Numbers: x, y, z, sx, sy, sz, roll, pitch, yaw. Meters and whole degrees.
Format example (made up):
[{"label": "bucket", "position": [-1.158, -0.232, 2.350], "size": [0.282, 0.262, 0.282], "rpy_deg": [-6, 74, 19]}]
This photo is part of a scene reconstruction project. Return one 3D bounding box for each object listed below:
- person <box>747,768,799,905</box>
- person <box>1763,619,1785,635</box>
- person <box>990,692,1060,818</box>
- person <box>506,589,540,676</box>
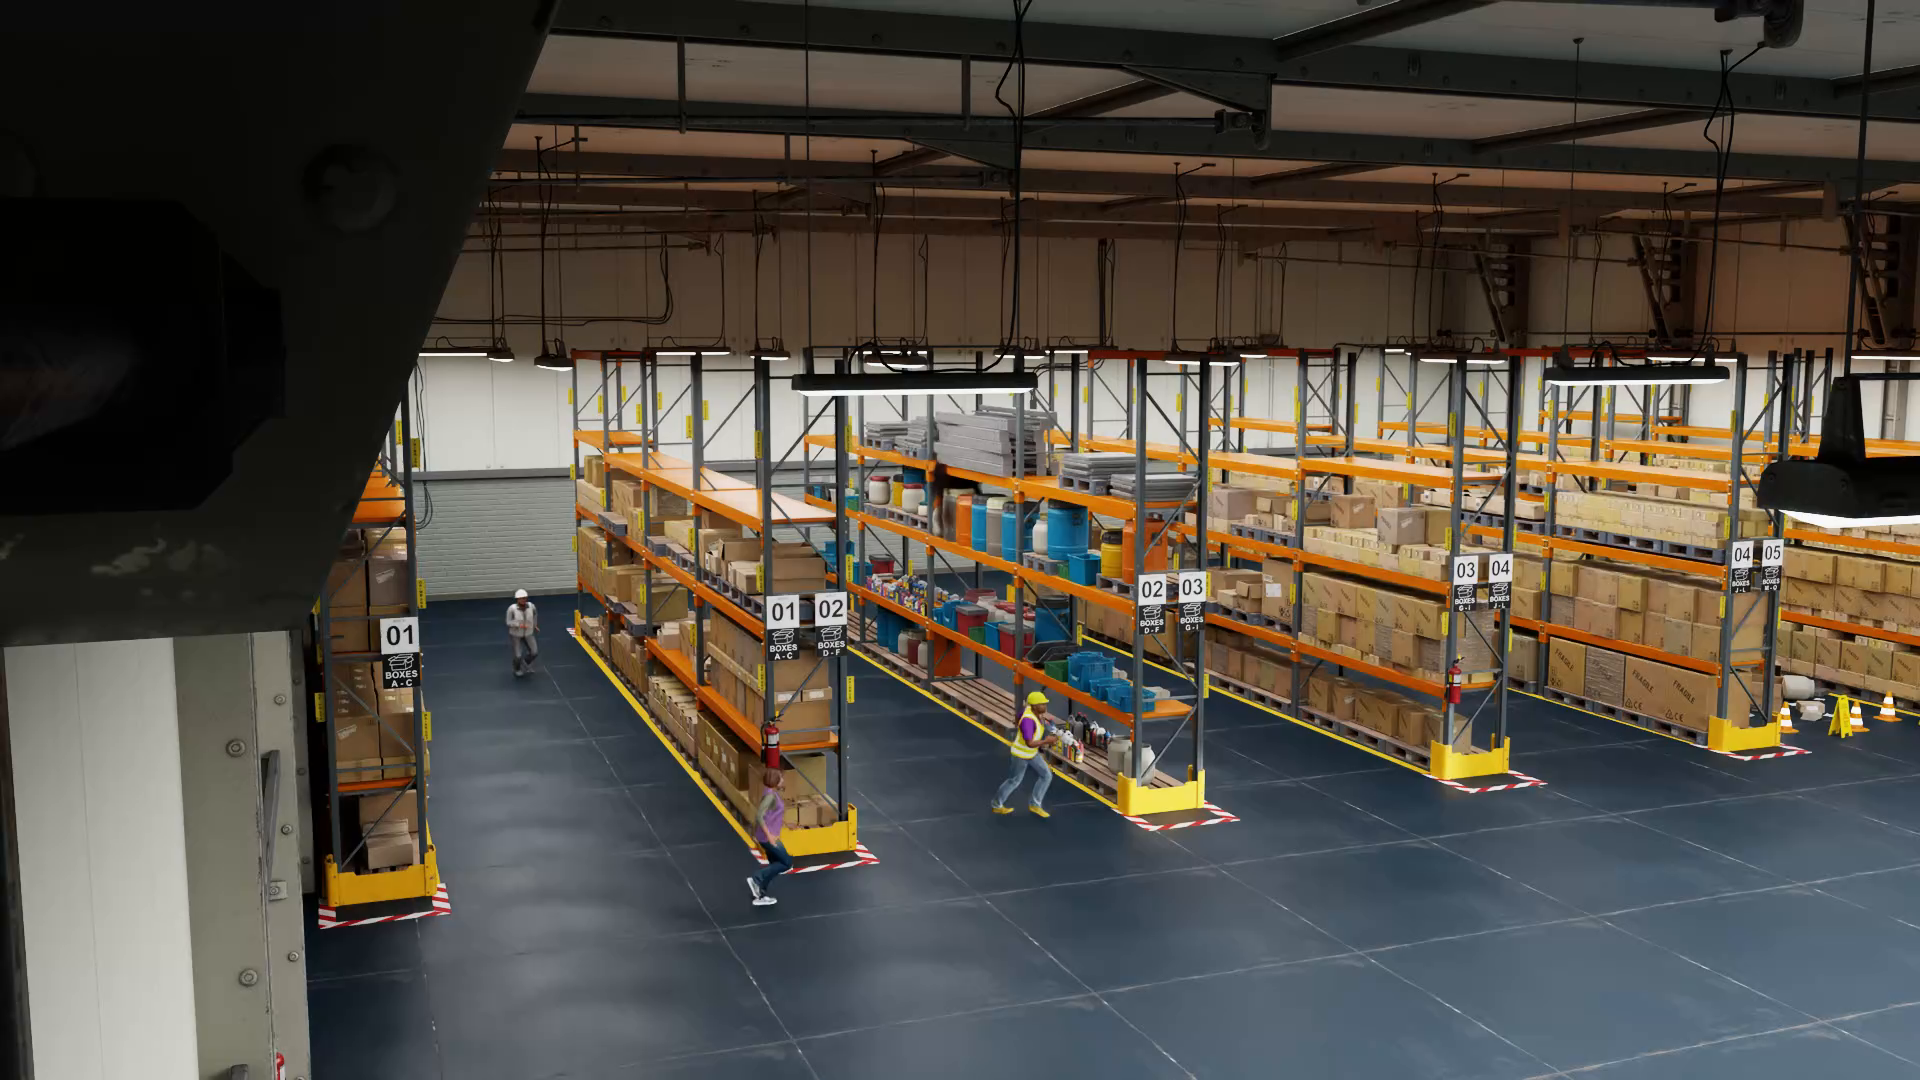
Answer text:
[{"label": "person", "position": [-2.069, 3.286, 18.387], "size": [0.574, 1.545, 0.532], "rpy_deg": [-1, 7, -6]}, {"label": "person", "position": [16.954, 1.231, 34.488], "size": [0.575, 1.622, 0.866], "rpy_deg": [-4, 8, -29]}, {"label": "person", "position": [0.857, 2.794, 21.603], "size": [0.968, 1.712, 0.644], "rpy_deg": [3, 8, 24]}, {"label": "person", "position": [-8.026, 1.713, 30.540], "size": [0.657, 1.667, 0.836], "rpy_deg": [-4, 8, -32]}]
